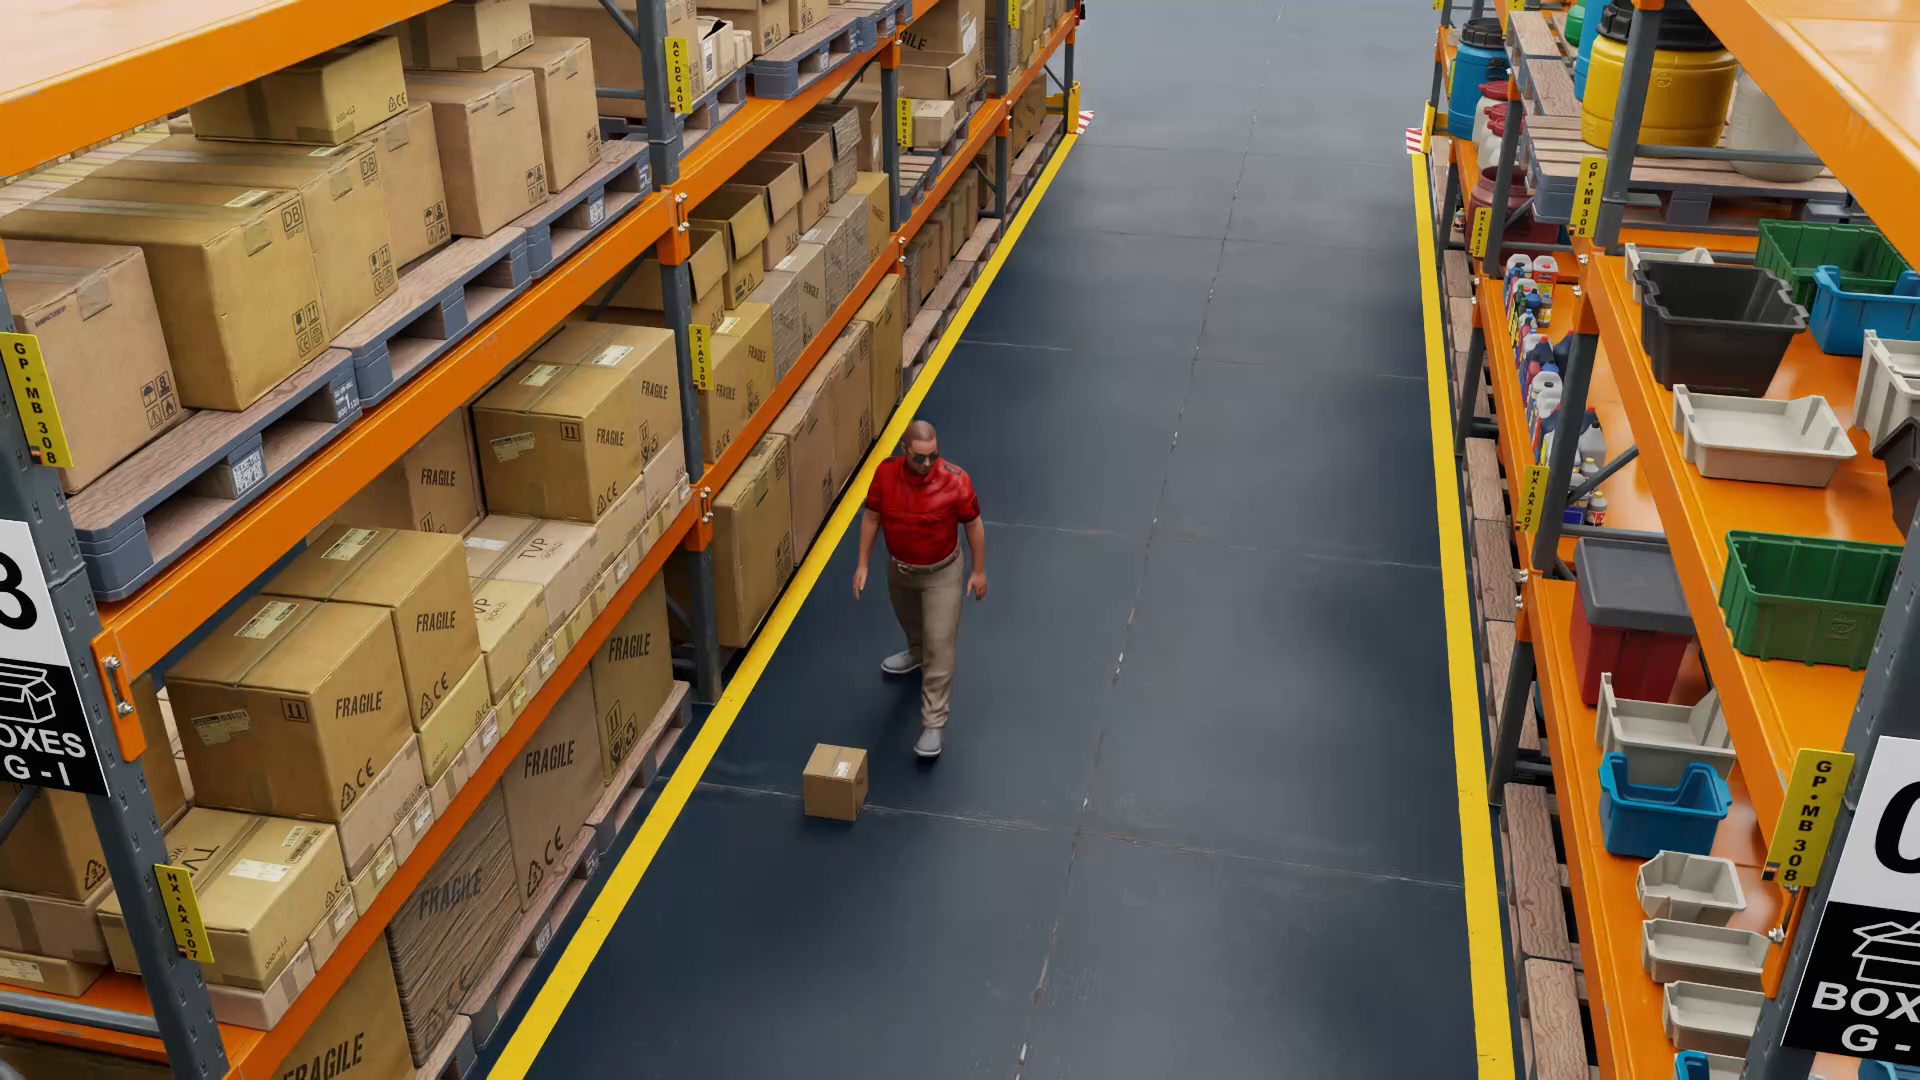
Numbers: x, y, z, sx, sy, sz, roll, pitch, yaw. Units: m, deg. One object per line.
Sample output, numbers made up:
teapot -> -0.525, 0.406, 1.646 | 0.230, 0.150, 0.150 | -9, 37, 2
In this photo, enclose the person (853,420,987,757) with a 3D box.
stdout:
person -> -0.232, 0.153, 8.363 | 0.687, 1.688, 0.913 | 15, 32, 25
